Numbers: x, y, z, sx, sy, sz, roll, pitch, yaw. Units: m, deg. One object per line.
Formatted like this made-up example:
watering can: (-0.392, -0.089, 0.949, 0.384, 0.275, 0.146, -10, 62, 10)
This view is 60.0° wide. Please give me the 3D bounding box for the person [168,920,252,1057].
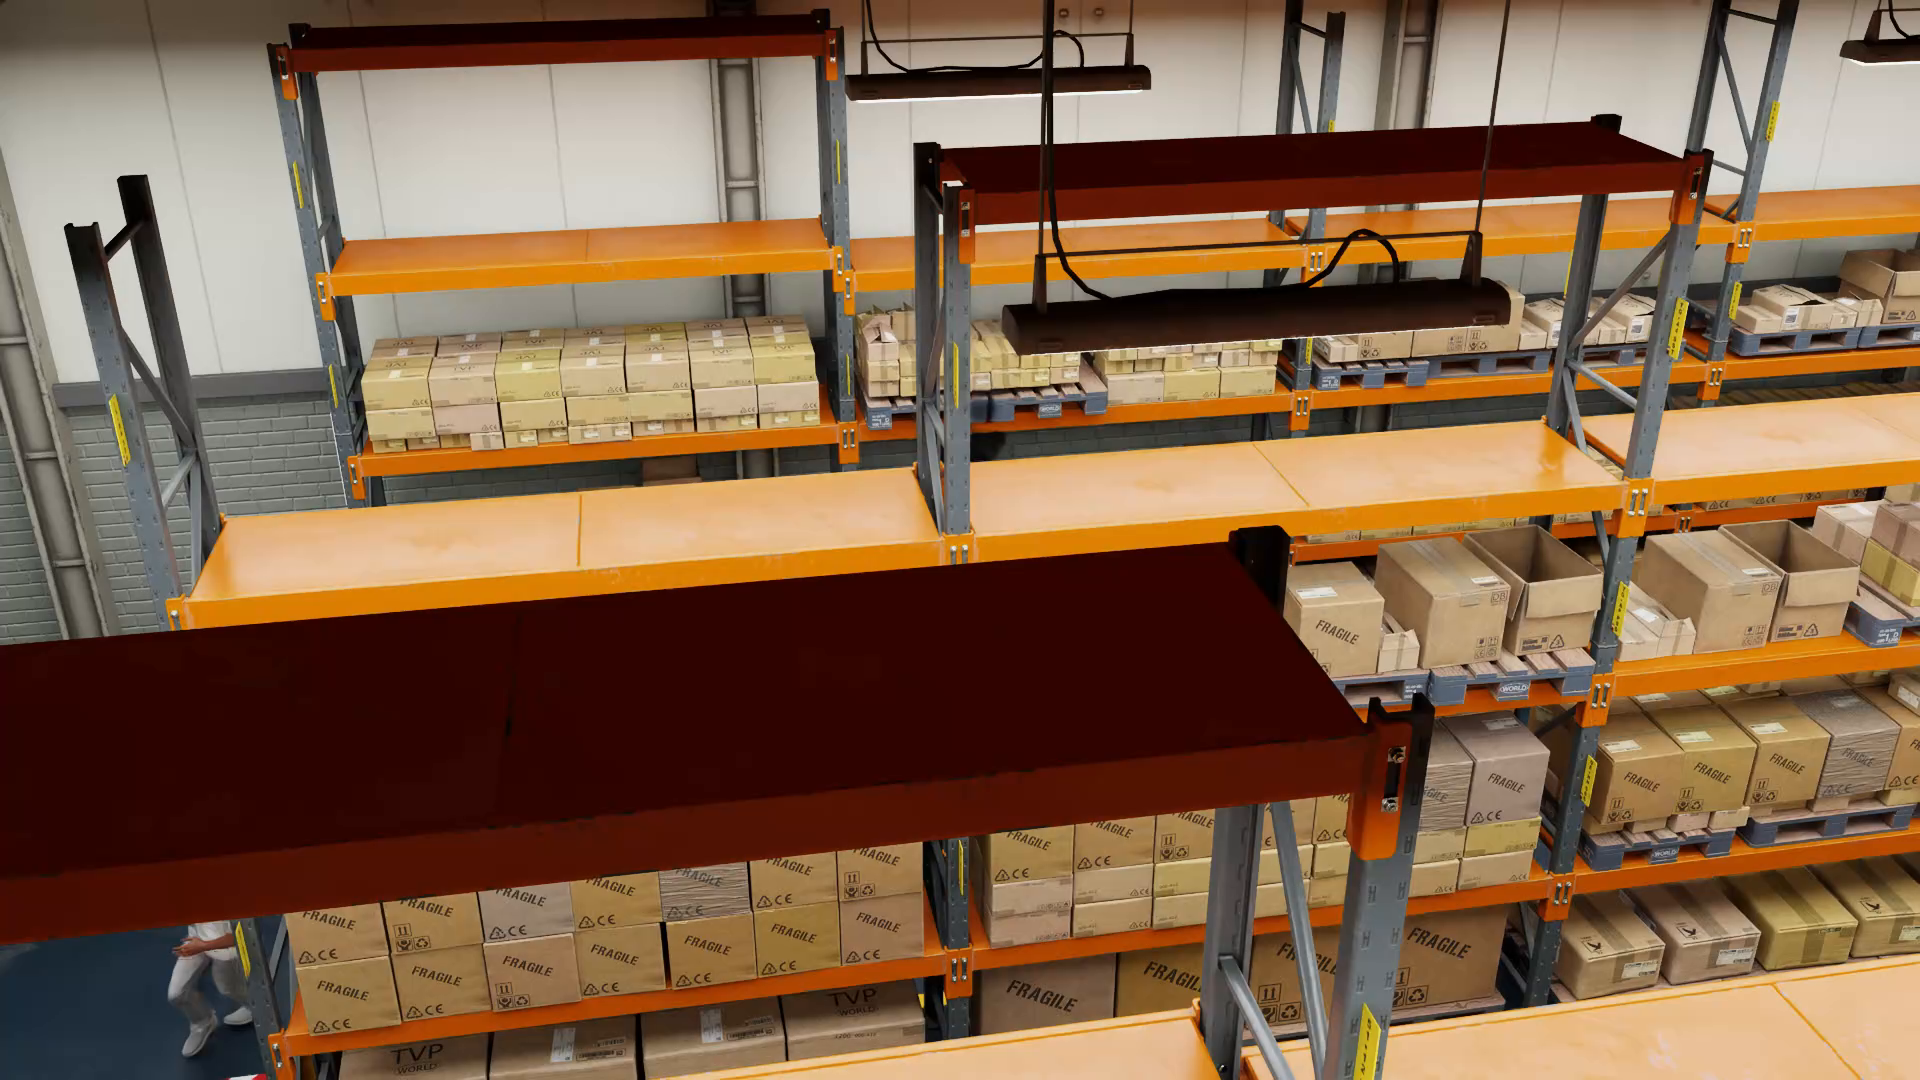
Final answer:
person: (-4.836, 2.629, 10.839, 0.713, 1.719, 0.686, 14, 29, 27)
